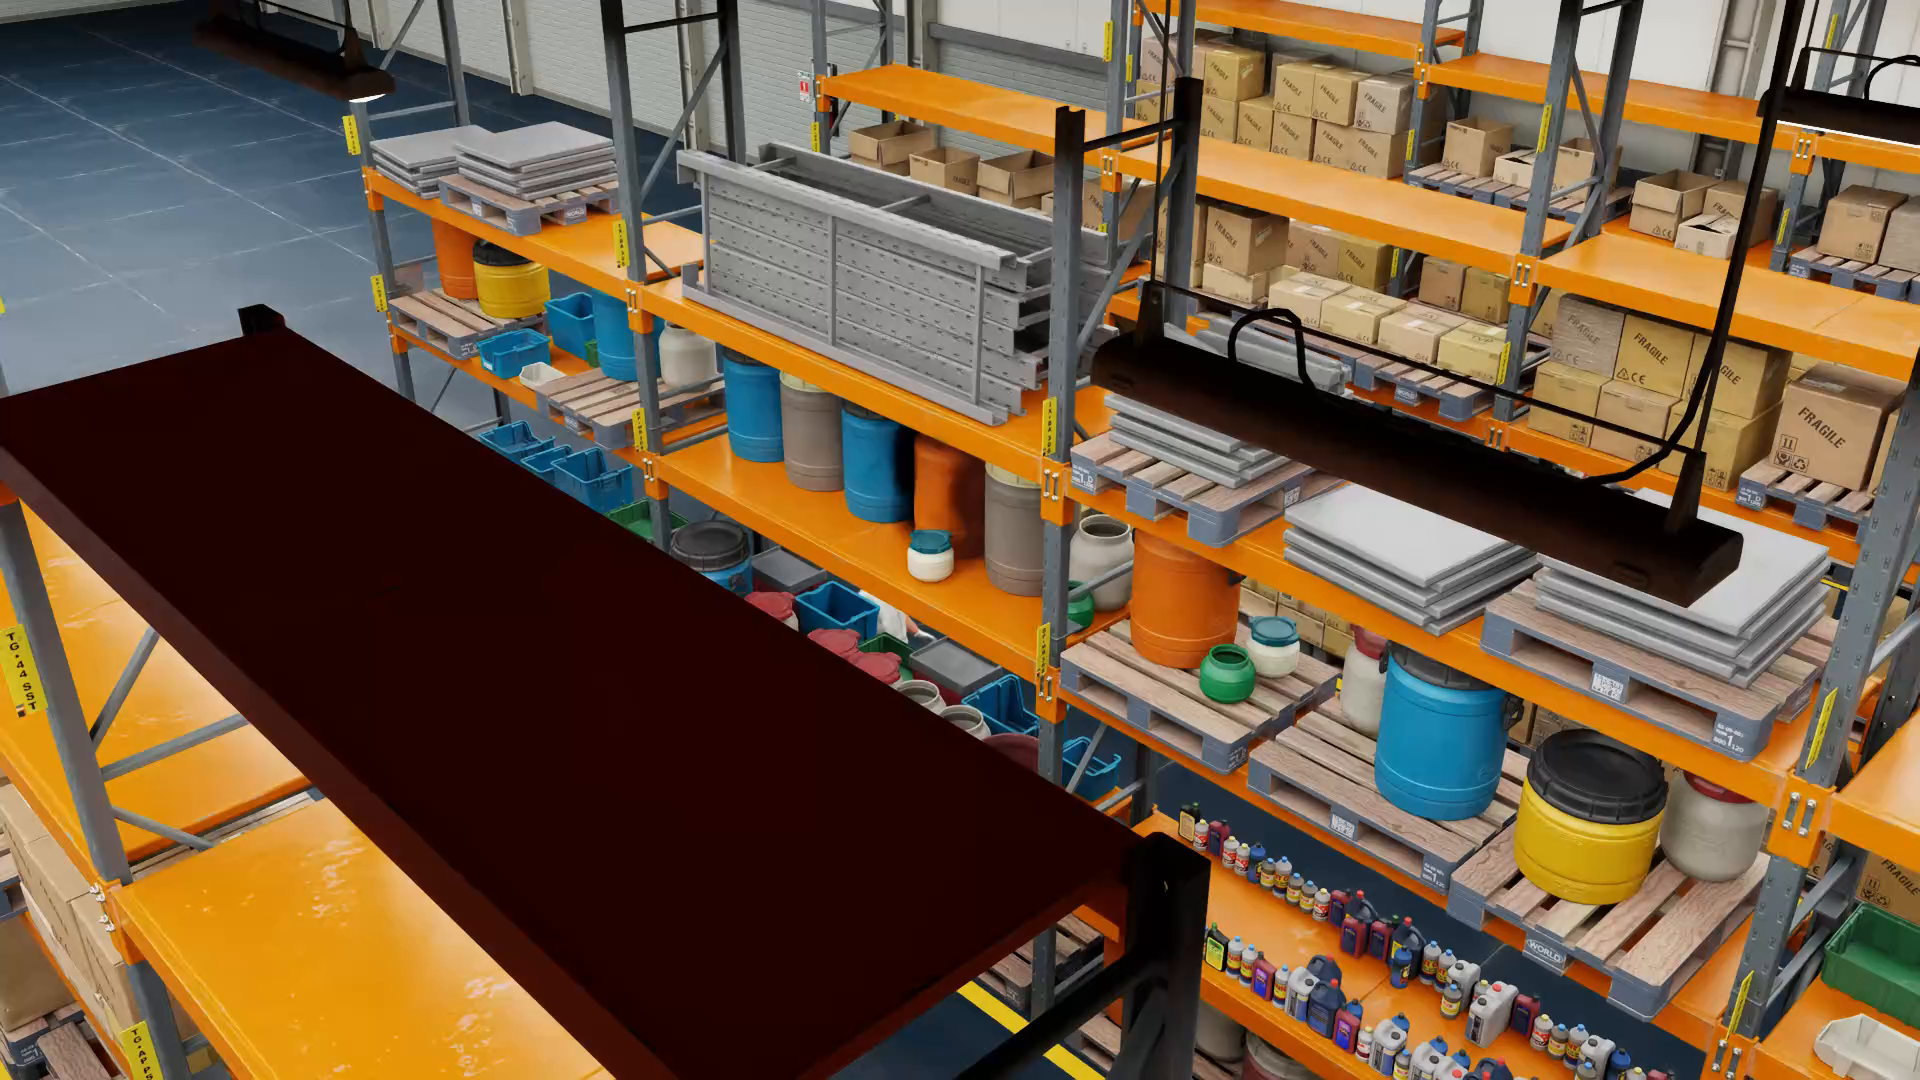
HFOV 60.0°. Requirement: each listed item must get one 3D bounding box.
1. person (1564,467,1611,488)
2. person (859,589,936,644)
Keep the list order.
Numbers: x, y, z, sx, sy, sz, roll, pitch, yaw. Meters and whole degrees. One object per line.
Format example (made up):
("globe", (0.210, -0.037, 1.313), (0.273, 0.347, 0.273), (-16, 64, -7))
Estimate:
("person", (5.623, -0.240, 15.430), (0.605, 1.789, 0.580), (3, 28, 5))
("person", (-0.505, 0.938, 13.222), (0.633, 1.760, 0.639), (6, 29, 11))
